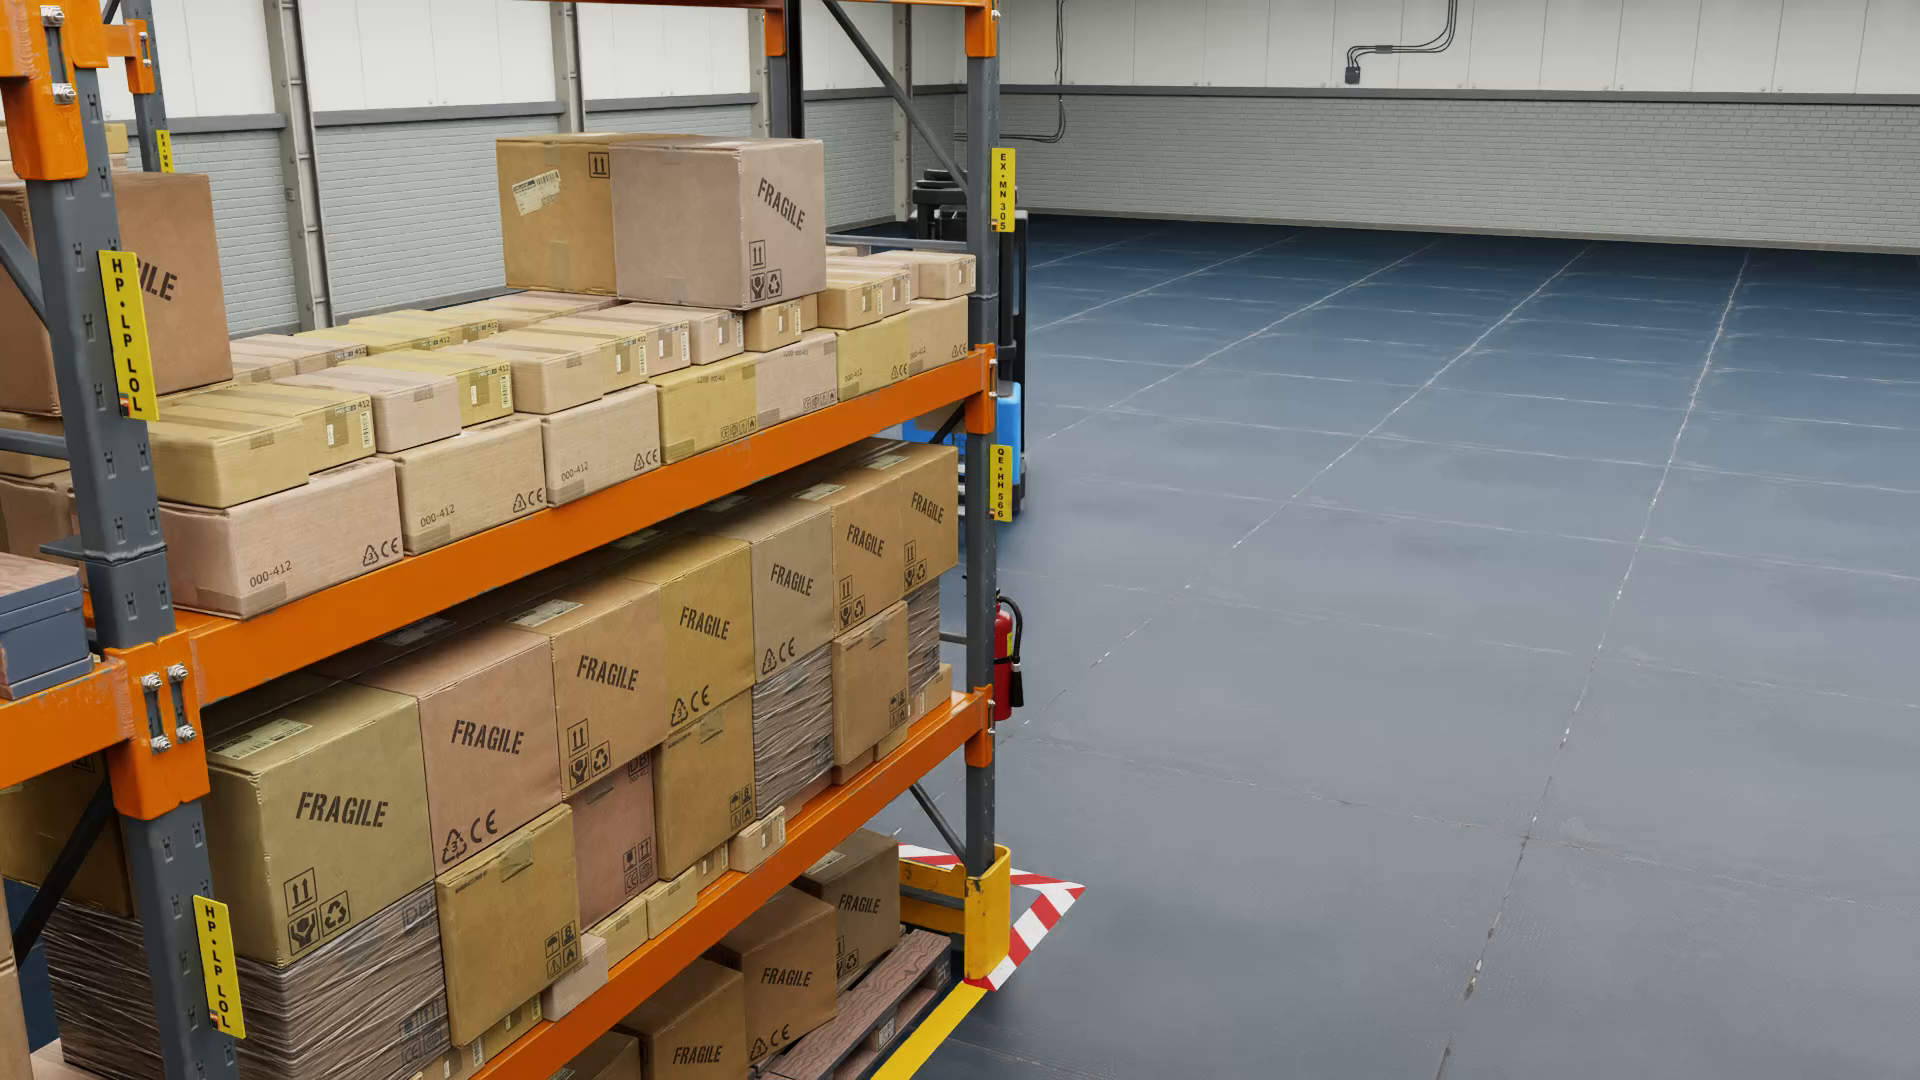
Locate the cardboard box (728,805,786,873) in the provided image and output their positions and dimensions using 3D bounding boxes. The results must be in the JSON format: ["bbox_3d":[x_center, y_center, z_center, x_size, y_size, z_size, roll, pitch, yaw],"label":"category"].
[{"bbox_3d":[-0.835,1.008,5.805,0.380,0.149,0.250,8,18,25],"label":"cardboard box"}]

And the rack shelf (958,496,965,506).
[{"bbox_3d":[-0.004,-0.311,13.924,0.258,0.077,0.200,8,18,25],"label":"rack shelf"}]

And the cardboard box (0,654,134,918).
[{"bbox_3d":[-2.148,0.592,4.308,0.500,0.500,0.500,8,18,25],"label":"cardboard box"}]

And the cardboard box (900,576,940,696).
[{"bbox_3d":[-0.586,0.339,6.917,0.875,0.500,0.500,8,18,25],"label":"cardboard box"}]

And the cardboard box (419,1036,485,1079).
[{"bbox_3d":[-1.528,1.387,4.529,0.380,0.149,0.250,8,18,25],"label":"cardboard box"}]

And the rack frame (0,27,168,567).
[{"bbox_3d":[-2.103,-1.464,3.149,1.000,3.000,0.127,8,18,25],"label":"rack frame"}]

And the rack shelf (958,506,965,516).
[{"bbox_3d":[-0.004,-0.225,13.950,0.258,0.077,0.200,8,18,25],"label":"rack shelf"}]

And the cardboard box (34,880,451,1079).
[{"bbox_3d":[-1.847,1.115,4.306,0.875,0.500,0.500,8,18,25],"label":"cardboard box"}]

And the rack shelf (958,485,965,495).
[{"bbox_3d":[-0.004,-0.397,13.899,0.258,0.077,0.200,8,18,25],"label":"rack shelf"}]

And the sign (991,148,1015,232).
[{"bbox_3d":[0.172,-1.394,6.625,0.100,0.325,0.005,8,18,25],"label":"sign"}]

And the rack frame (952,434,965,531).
[{"bbox_3d":[0.042,-0.455,13.976,0.240,0.900,0.006,8,18,25],"label":"rack frame"}]

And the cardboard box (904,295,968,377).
[{"bbox_3d":[-0.304,-0.818,6.505,0.500,0.250,0.500,9,19,27],"label":"cardboard box"}]

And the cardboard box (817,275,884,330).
[{"bbox_3d":[-0.497,-0.852,5.919,0.380,0.149,0.250,8,18,26],"label":"cardboard box"}]

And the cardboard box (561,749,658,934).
[{"bbox_3d":[-1.458,0.851,5.191,0.875,0.500,0.500,8,18,25],"label":"cardboard box"}]

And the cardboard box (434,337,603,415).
[{"bbox_3d":[-1.216,-0.456,4.588,0.380,0.149,0.250,8,18,24],"label":"cardboard box"}]

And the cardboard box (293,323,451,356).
[{"bbox_3d":[-1.699,-0.526,4.822,0.380,0.149,0.250,9,19,27],"label":"cardboard box"}]

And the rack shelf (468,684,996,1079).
[{"bbox_3d":[-1.209,1.247,5.820,1.077,0.370,4.000,8,18,25],"label":"rack shelf"}]

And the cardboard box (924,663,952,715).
[{"bbox_3d":[-0.258,0.612,7.136,0.380,0.149,0.250,8,18,25],"label":"cardboard box"}]

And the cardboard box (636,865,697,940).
[{"bbox_3d":[-1.080,1.132,5.386,0.380,0.149,0.250,8,18,25],"label":"cardboard box"}]

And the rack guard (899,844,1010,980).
[{"bbox_3d":[-0.350,1.611,7.724,1.175,0.500,0.348,8,18,25],"label":"rack guard"}]

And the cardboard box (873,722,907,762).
[{"bbox_3d":[-0.436,0.746,6.685,0.380,0.149,0.250,8,18,25],"label":"cardboard box"}]

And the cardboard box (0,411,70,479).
[{"bbox_3d":[-2.216,-0.265,3.943,0.380,0.149,0.250,9,19,27],"label":"cardboard box"}]

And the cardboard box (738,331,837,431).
[{"bbox_3d":[-0.761,-0.561,5.640,0.500,0.250,0.500,9,19,27],"label":"cardboard box"}]

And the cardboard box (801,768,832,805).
[{"bbox_3d":[-0.711,0.866,6.281,0.380,0.149,0.250,8,18,25],"label":"cardboard box"}]

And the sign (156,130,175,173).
[{"bbox_3d":[-4.229,-2.016,8.858,0.100,0.325,0.005,8,18,25],"label":"sign"}]

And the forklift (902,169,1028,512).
[{"bbox_3d":[0.080,-2.018,15.672,1.130,2.935,3.031,1,17,3],"label":"forklift"}]

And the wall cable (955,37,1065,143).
[{"bbox_3d":[1.164,-11.047,40.865,3.097,2.526,0.112,8,18,25],"label":"wall cable"}]

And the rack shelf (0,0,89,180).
[{"bbox_3d":[-2.997,-0.418,1.593,1.077,0.370,4.000,8,18,25],"label":"rack shelf"}]

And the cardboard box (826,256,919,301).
[{"bbox_3d":[-0.382,-1.002,6.426,0.380,0.149,0.250,7,18,24],"label":"cardboard box"}]

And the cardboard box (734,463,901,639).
[{"bbox_3d":[-0.559,0.023,6.225,0.500,0.500,0.500,8,18,25],"label":"cardboard box"}]

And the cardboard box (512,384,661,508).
[{"bbox_3d":[-1.209,-0.297,4.751,0.500,0.250,0.500,7,18,23],"label":"cardboard box"}]

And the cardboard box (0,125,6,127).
[{"bbox_3d":[-4.668,-2.020,8.418,0.380,0.149,0.250,8,18,26],"label":"cardboard box"}]

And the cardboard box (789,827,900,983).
[{"bbox_3d":[-0.610,1.547,7.201,0.500,0.500,0.500,12,20,36],"label":"cardboard box"}]

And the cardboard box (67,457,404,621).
[{"bbox_3d":[-1.673,-0.036,3.873,0.500,0.250,0.500,7,18,23],"label":"cardboard box"}]

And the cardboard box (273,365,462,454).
[{"bbox_3d":[-1.483,-0.332,4.169,0.380,0.149,0.250,8,18,26],"label":"cardboard box"}]

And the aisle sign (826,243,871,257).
[{"bbox_3d":[-0.556,-0.907,7.245,0.394,0.787,0.004,8,18,25],"label":"aisle sign"}]

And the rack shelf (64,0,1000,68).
[{"bbox_3d":[-1.209,-1.627,4.967,1.077,0.370,4.000,8,18,25],"label":"rack shelf"}]

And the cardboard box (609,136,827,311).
[{"bbox_3d":[-0.782,-1.048,5.441,0.500,0.500,0.500,8,18,25],"label":"cardboard box"}]

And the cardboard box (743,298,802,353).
[{"bbox_3d":[-0.748,-0.723,5.486,0.380,0.149,0.250,7,18,23],"label":"cardboard box"}]

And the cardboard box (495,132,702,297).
[{"bbox_3d":[-1.221,-1.131,5.721,0.500,0.500,0.500,8,18,25],"label":"cardboard box"}]

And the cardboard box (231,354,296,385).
[{"bbox_3d":[-1.980,-0.396,4.385,0.380,0.149,0.250,7,18,23],"label":"cardboard box"}]

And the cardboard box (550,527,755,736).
[{"bbox_3d":[-1.015,0.276,5.372,0.500,0.500,0.500,8,18,25],"label":"cardboard box"}]

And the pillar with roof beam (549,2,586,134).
[{"bbox_3d":[-2.847,-8.349,26.328,9.100,9.000,0.400,8,18,25],"label":"pillar with roof beam"}]

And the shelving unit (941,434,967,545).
[{"bbox_3d":[-0.004,-0.429,13.889,0.258,0.900,0.210,8,18,25],"label":"shelving unit"}]

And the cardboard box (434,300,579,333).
[{"bbox_3d":[-1.433,-0.659,5.269,0.380,0.149,0.250,7,18,23],"label":"cardboard box"}]

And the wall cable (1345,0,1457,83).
[{"bbox_3d":[9.650,-12.954,35.859,2.305,6.003,0.169,8,18,25],"label":"wall cable"}]

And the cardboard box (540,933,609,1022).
[{"bbox_3d":[-1.276,1.263,4.944,0.380,0.149,0.250,8,18,25],"label":"cardboard box"}]

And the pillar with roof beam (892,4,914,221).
[{"bbox_3d":[2.516,-11.405,36.619,9.100,9.000,0.400,8,18,25],"label":"pillar with roof beam"}]

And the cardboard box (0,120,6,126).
[{"bbox_3d":[-5.142,-2.168,8.916,0.380,0.149,0.250,8,18,26],"label":"cardboard box"}]

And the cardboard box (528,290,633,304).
[{"bbox_3d":[-1.257,-0.796,5.733,0.380,0.149,0.250,7,18,23],"label":"cardboard box"}]

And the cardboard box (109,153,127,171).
[{"bbox_3d":[-4.676,-1.861,8.583,0.500,0.250,0.500,8,18,26],"label":"cardboard box"}]

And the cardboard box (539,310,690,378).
[{"bbox_3d":[-1.049,-0.596,5.057,0.380,0.149,0.250,9,19,27],"label":"cardboard box"}]

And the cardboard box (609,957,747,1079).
[{"bbox_3d":[-1.143,1.861,6.145,0.500,0.500,0.500,10,19,30],"label":"cardboard box"}]

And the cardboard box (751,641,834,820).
[{"bbox_3d":[-0.964,0.604,6.026,0.875,0.500,0.500,8,18,25],"label":"cardboard box"}]

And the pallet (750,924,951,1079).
[{"bbox_3d":[-0.744,1.951,7.083,1.003,0.211,1.213,8,18,25],"label":"pallet"}]

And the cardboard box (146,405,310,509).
[{"bbox_3d":[-1.682,-0.189,3.687,0.380,0.149,0.250,8,18,24],"label":"cardboard box"}]

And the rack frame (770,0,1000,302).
[{"bbox_3d":[-0.316,-2.483,6.579,1.000,3.000,0.127,8,18,25],"label":"rack frame"}]

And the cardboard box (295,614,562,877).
[{"bbox_3d":[-1.452,0.532,4.510,0.500,0.500,0.500,8,18,25],"label":"cardboard box"}]

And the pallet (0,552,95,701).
[{"bbox_3d":[-2.474,0.208,3.119,1.213,0.211,1.003,8,18,25],"label":"pallet"}]
